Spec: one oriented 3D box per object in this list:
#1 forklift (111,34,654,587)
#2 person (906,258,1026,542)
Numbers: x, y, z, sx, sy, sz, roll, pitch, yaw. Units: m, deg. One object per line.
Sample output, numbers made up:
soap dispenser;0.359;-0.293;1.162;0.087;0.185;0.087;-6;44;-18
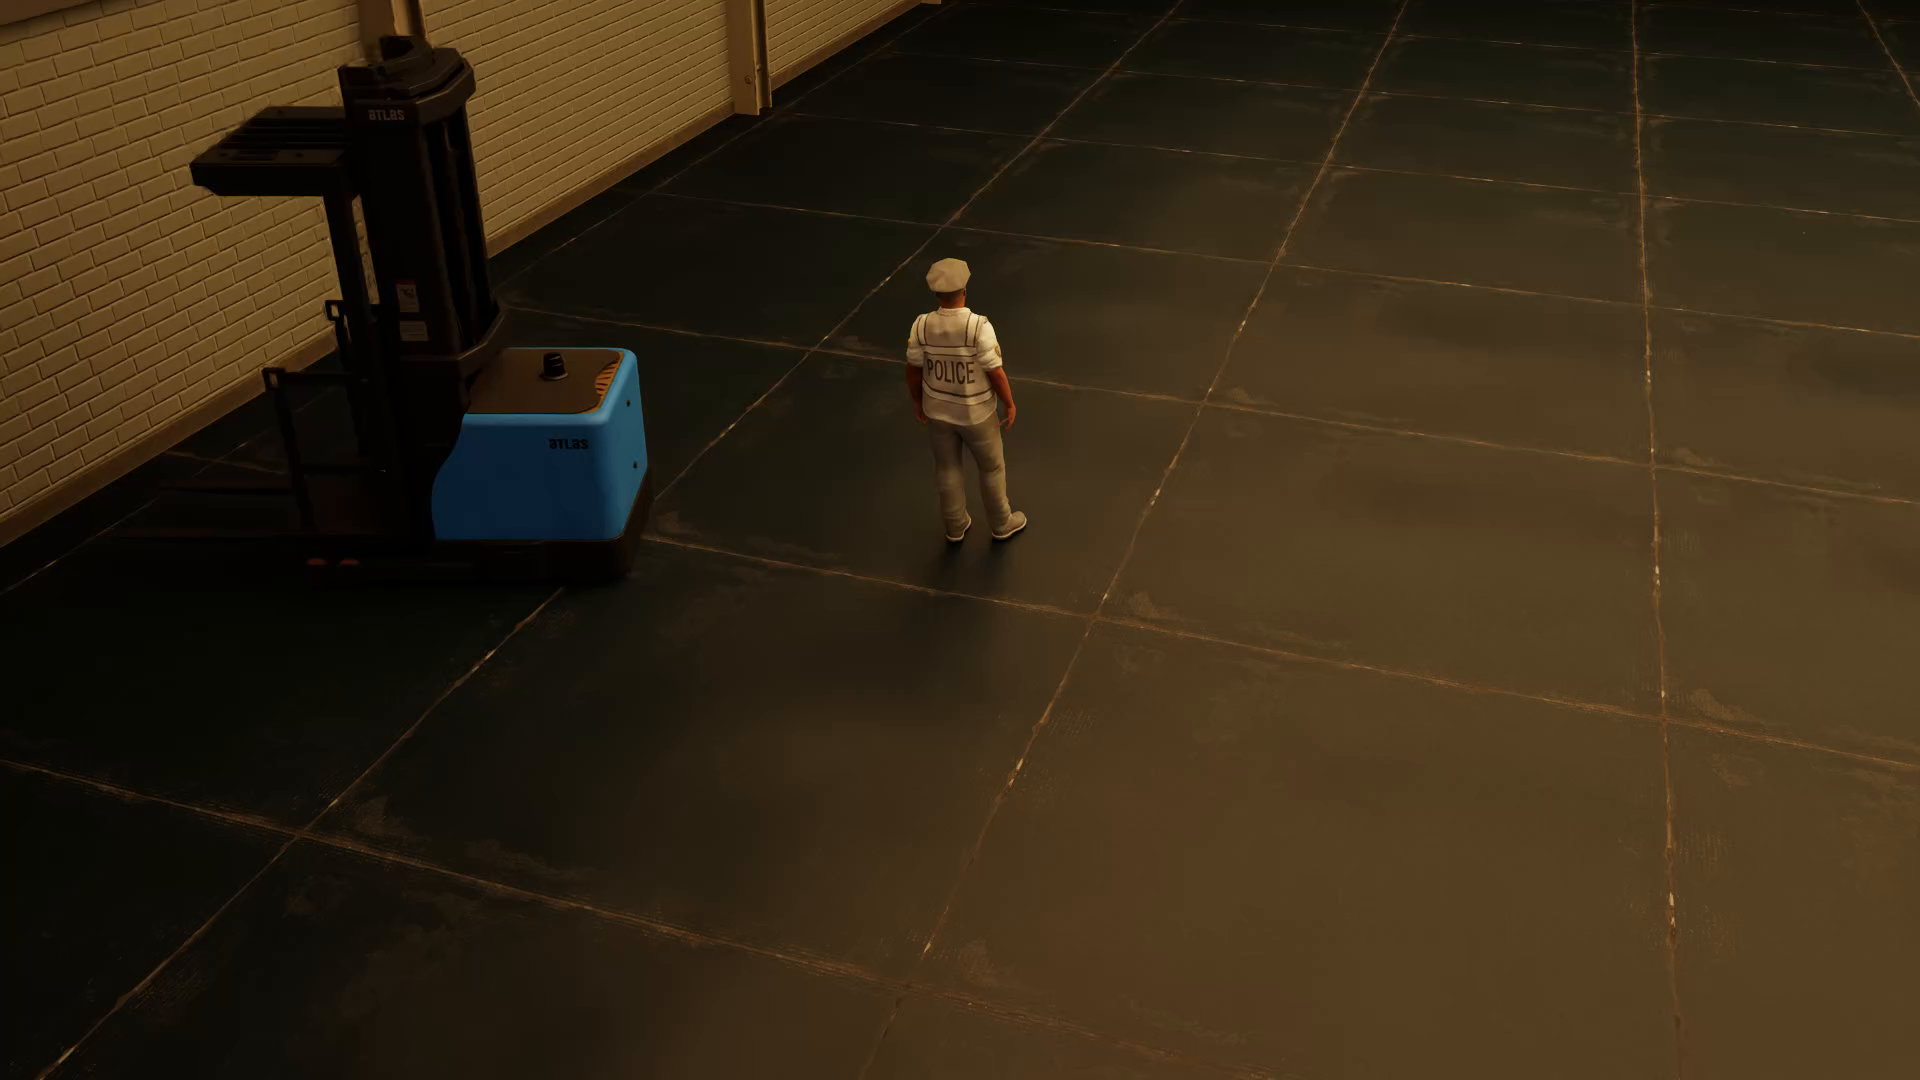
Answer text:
forklift;-3.435;-1.263;9.352;3.031;2.935;1.130;0;30;0
person;0.036;-0.815;9.711;0.640;1.781;0.575;10;31;16
